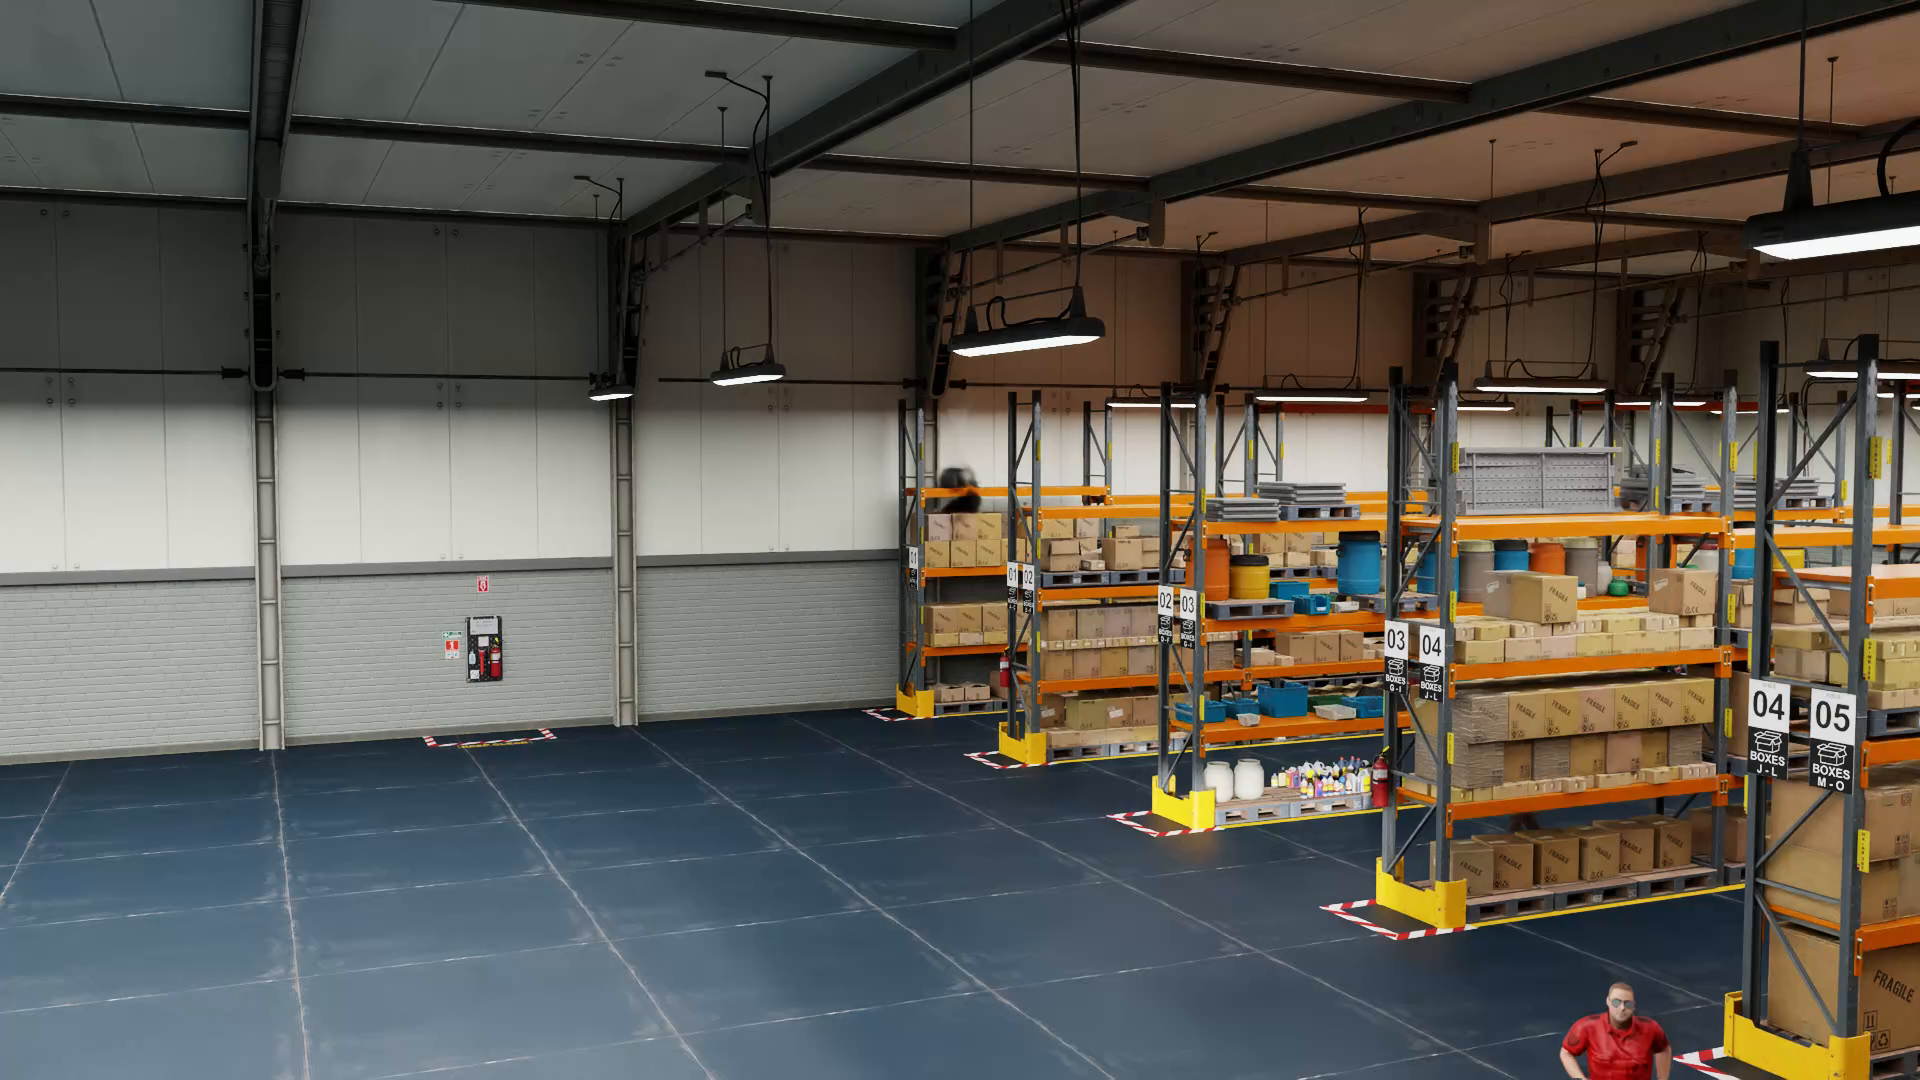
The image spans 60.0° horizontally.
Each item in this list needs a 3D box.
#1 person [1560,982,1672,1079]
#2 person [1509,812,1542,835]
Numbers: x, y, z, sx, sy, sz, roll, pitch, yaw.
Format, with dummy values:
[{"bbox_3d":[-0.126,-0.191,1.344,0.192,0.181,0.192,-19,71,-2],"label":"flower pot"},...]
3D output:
[{"bbox_3d":[4.239,3.688,10.764,0.686,1.724,0.964,1,3,17],"label":"person"},{"bbox_3d":[7.001,3.080,20.734,0.889,1.754,0.610,-2,4,-24],"label":"person"}]
